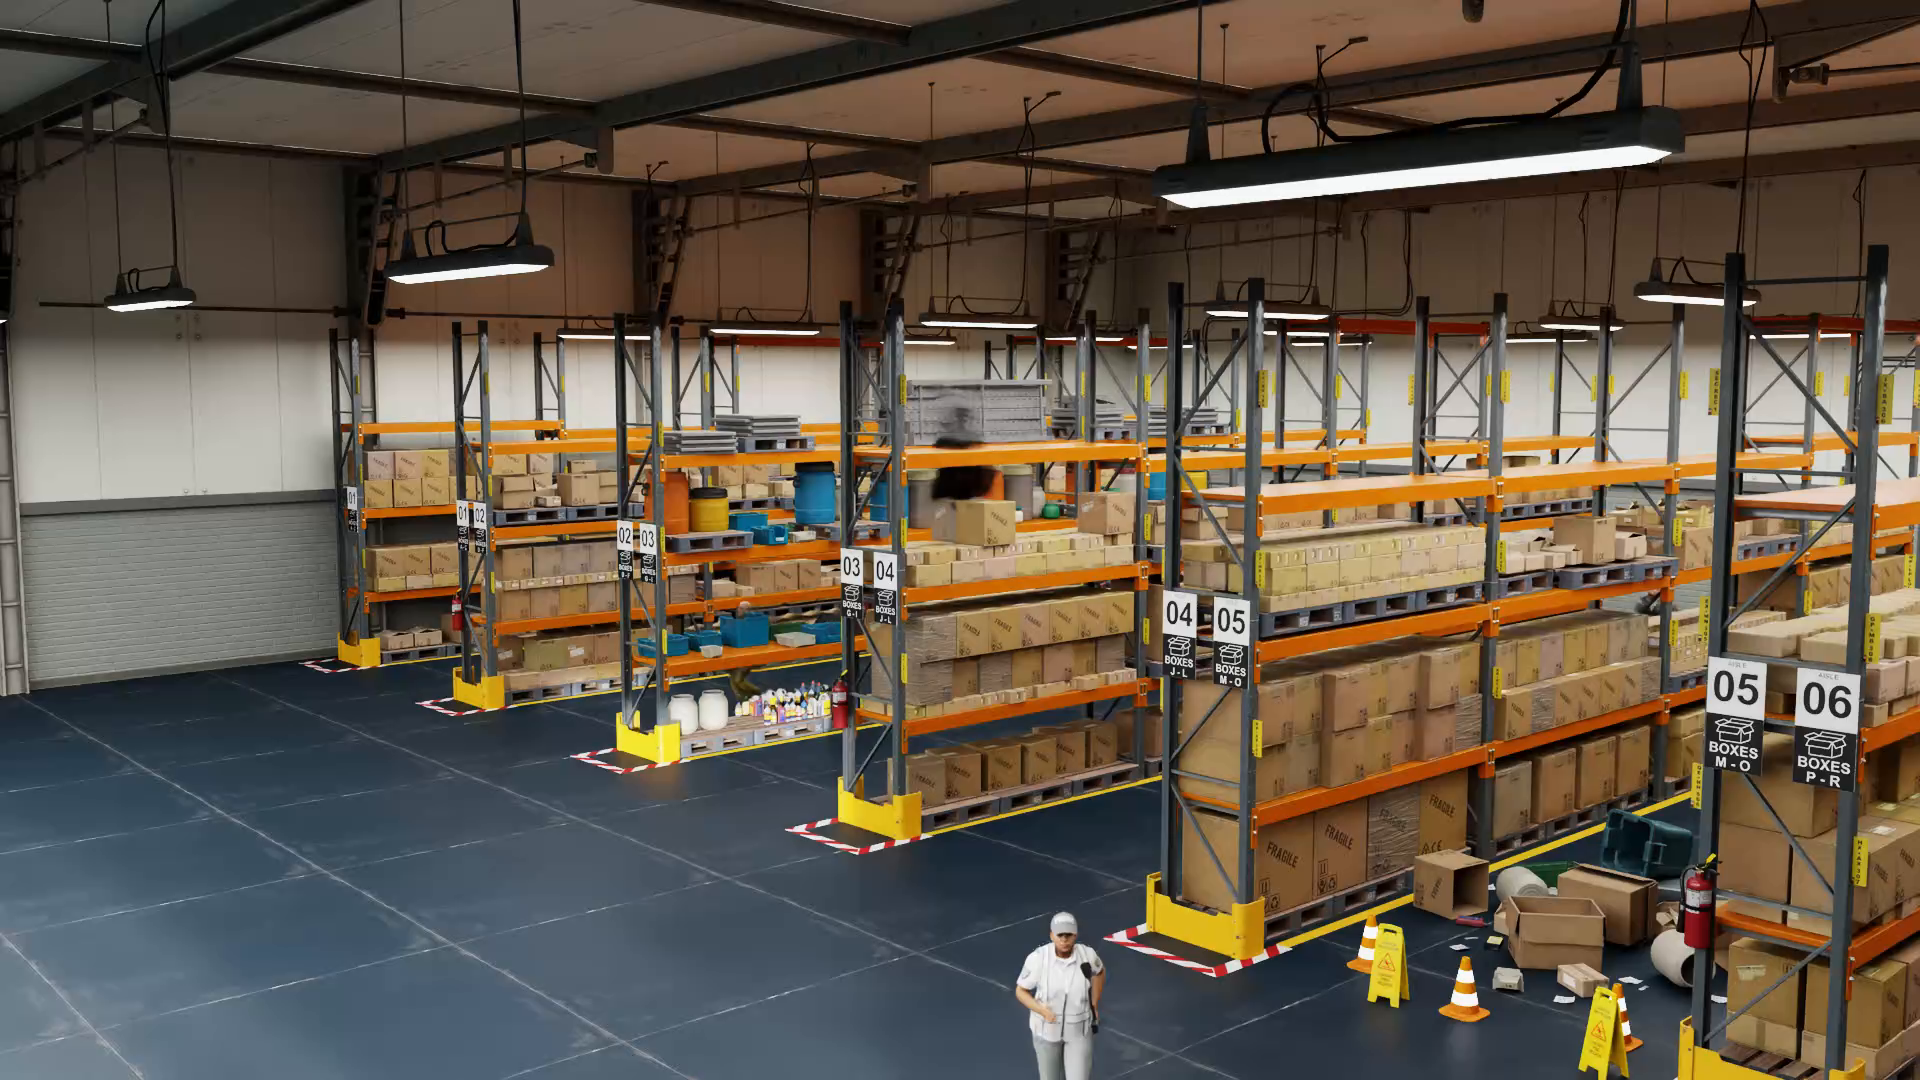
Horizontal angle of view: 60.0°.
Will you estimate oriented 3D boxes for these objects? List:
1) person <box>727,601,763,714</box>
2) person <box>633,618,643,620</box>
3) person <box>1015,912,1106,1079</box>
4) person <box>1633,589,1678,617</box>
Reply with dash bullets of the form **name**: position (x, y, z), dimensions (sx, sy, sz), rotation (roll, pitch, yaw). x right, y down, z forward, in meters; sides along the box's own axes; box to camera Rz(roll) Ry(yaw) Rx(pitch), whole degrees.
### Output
- **person**: position (-3.327, 1.767, 25.300), dimensions (0.703, 1.668, 0.651), rotation (6, 8, 44)
- **person**: position (-5.764, 1.378, 30.086), dimensions (0.537, 1.596, 0.878), rotation (4, 7, 36)
- **person**: position (0.662, 3.268, 10.952), dimensions (0.591, 1.714, 0.801), rotation (0, 6, 4)
- **person**: position (11.611, 1.588, 27.852), dimensions (0.634, 1.763, 0.659), rotation (6, 8, 44)
